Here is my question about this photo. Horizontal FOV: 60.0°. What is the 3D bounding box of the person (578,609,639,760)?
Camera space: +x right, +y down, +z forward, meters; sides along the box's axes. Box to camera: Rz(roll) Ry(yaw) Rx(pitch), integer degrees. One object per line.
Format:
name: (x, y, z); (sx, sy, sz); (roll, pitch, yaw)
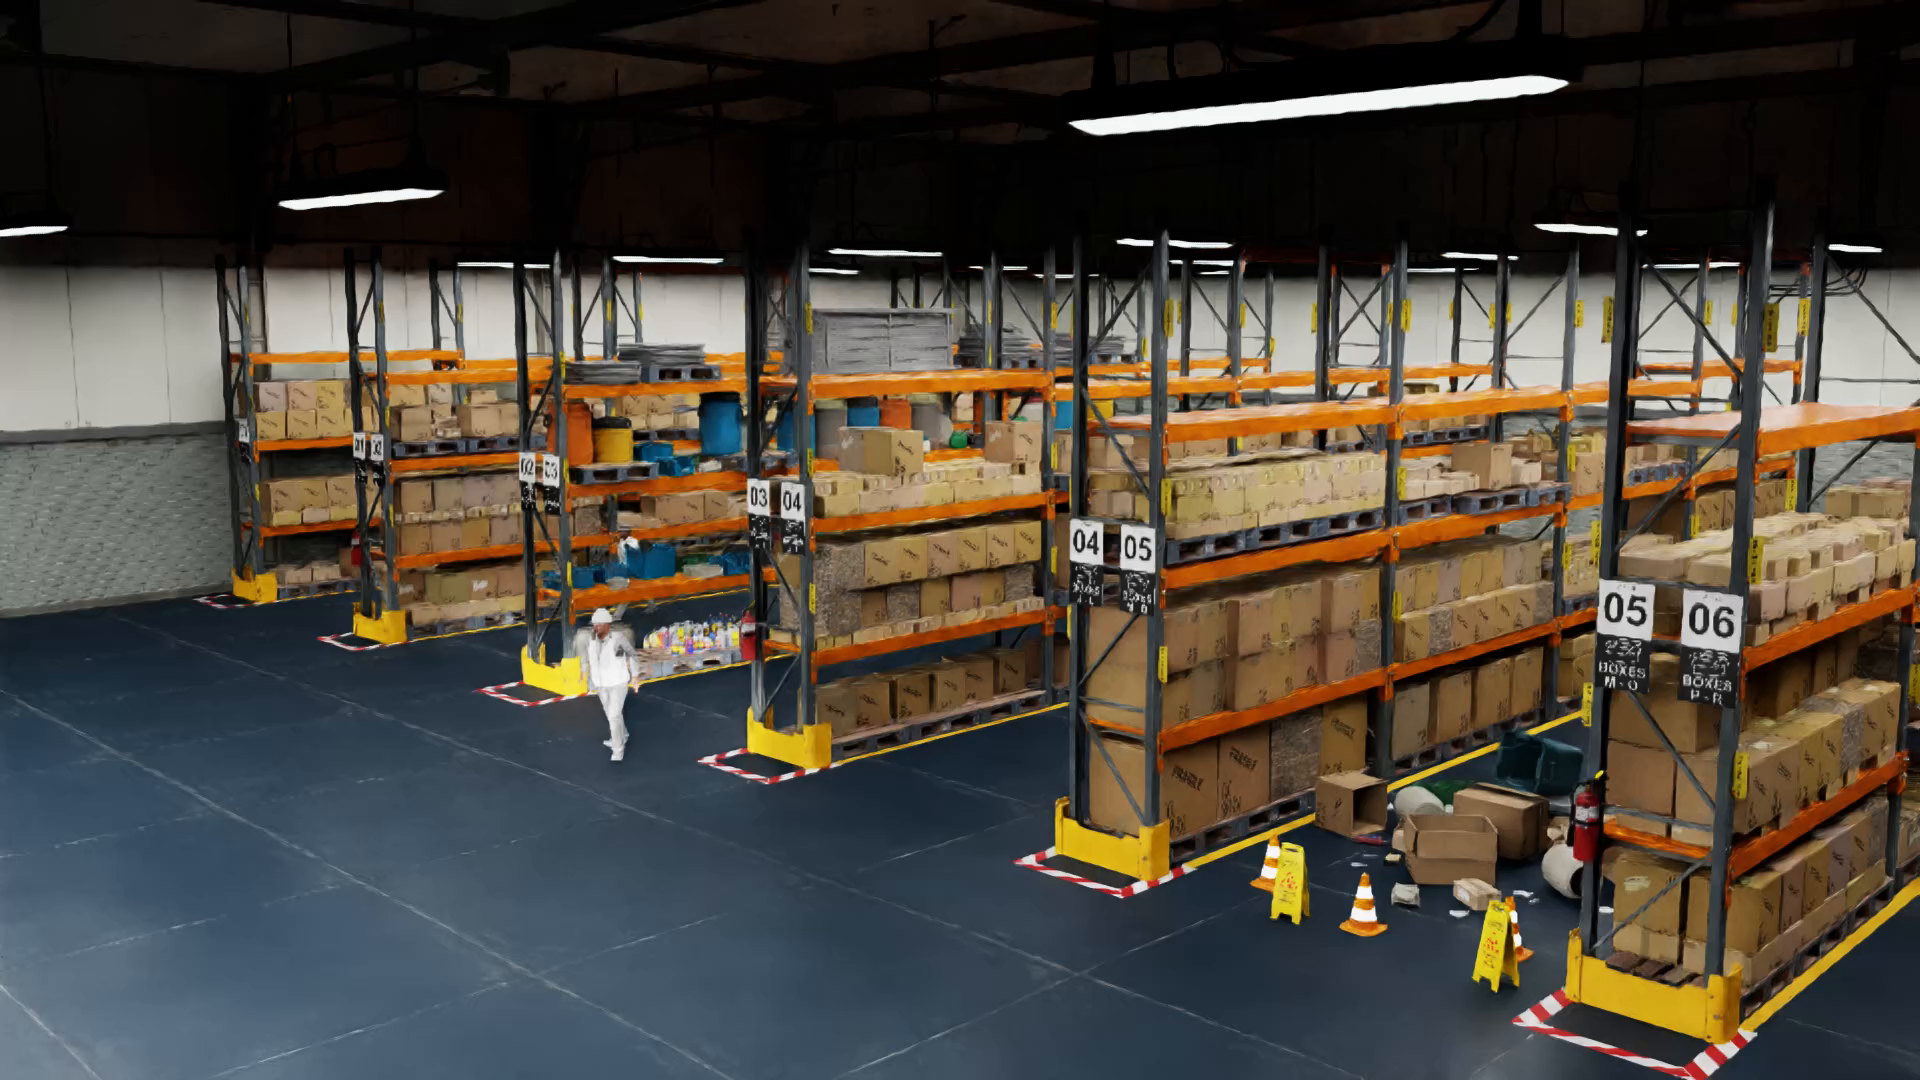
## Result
person: (-4.001, 1.614, 19.118); (0.687, 1.709, 0.832); (4, 9, 27)

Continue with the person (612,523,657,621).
person: (-5.440, 0.492, 27.372); (1.088, 1.589, 0.456); (-7, 11, -42)
